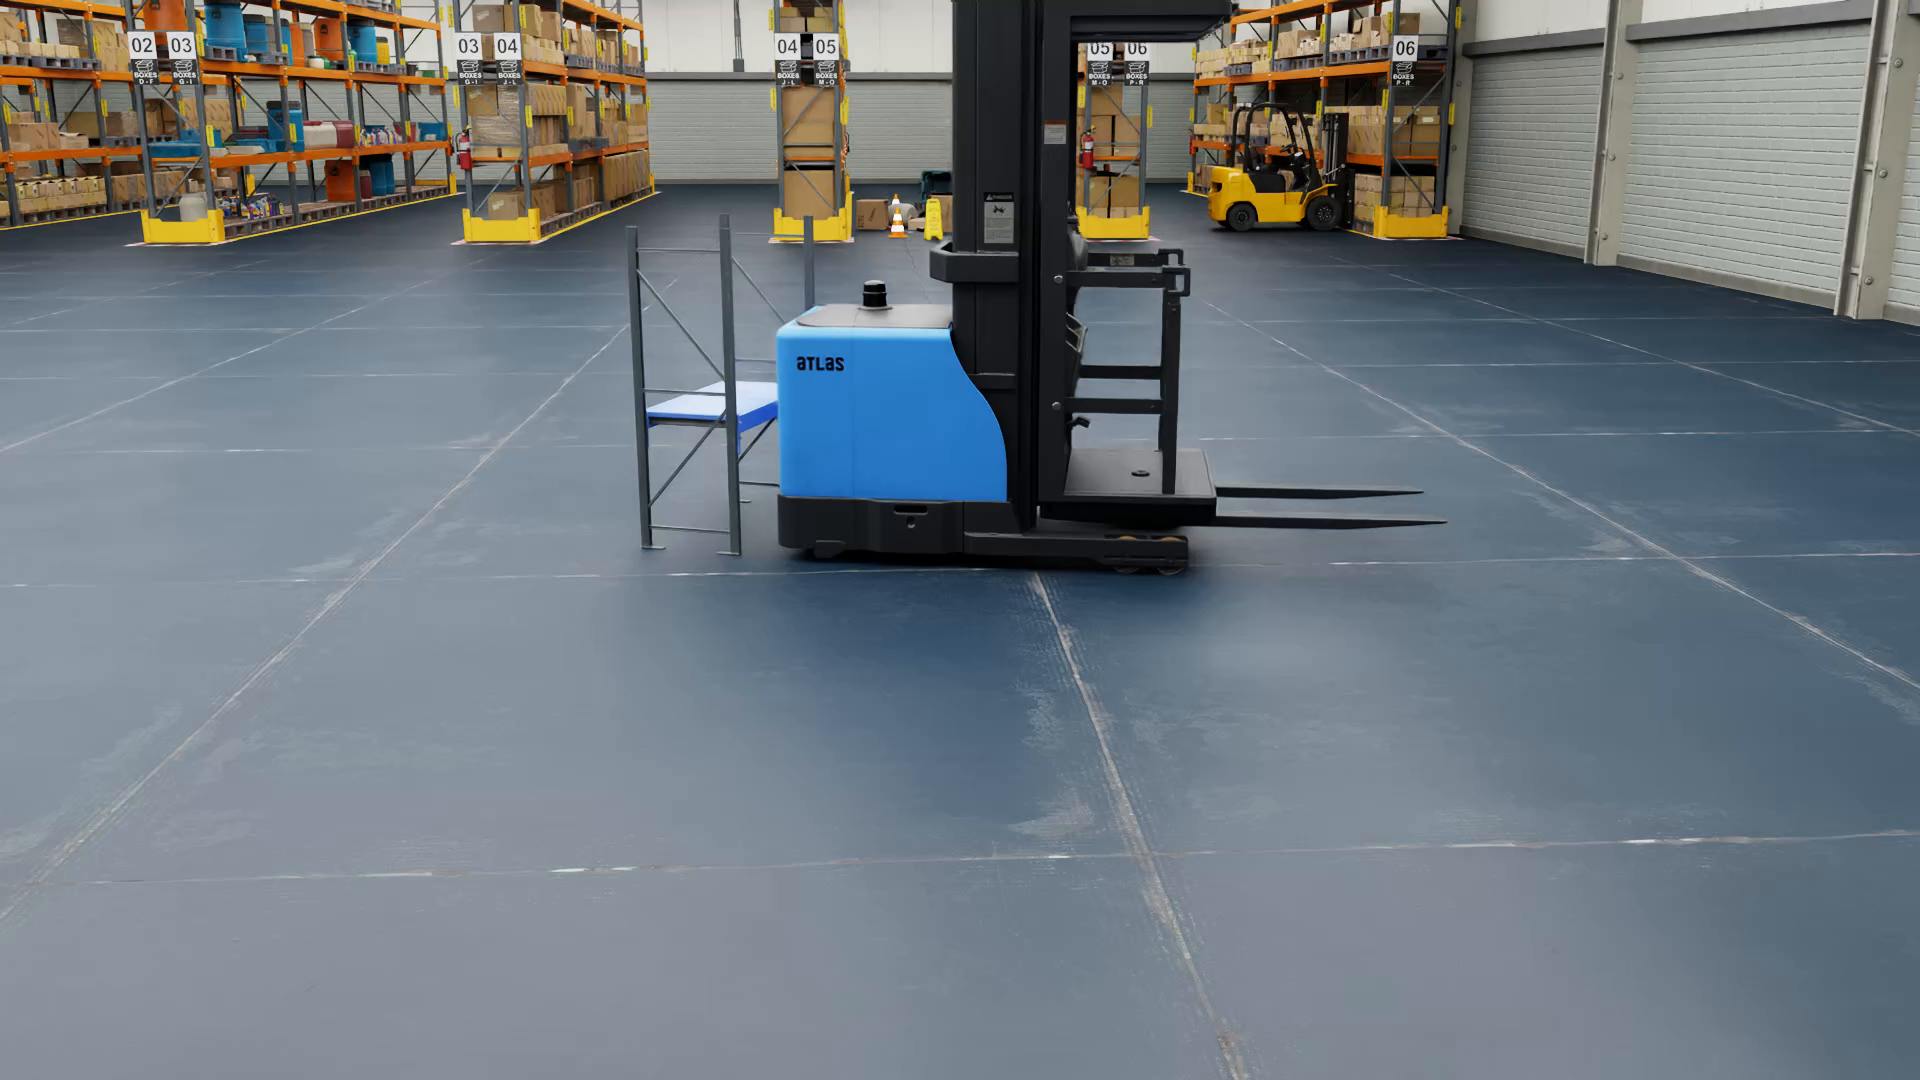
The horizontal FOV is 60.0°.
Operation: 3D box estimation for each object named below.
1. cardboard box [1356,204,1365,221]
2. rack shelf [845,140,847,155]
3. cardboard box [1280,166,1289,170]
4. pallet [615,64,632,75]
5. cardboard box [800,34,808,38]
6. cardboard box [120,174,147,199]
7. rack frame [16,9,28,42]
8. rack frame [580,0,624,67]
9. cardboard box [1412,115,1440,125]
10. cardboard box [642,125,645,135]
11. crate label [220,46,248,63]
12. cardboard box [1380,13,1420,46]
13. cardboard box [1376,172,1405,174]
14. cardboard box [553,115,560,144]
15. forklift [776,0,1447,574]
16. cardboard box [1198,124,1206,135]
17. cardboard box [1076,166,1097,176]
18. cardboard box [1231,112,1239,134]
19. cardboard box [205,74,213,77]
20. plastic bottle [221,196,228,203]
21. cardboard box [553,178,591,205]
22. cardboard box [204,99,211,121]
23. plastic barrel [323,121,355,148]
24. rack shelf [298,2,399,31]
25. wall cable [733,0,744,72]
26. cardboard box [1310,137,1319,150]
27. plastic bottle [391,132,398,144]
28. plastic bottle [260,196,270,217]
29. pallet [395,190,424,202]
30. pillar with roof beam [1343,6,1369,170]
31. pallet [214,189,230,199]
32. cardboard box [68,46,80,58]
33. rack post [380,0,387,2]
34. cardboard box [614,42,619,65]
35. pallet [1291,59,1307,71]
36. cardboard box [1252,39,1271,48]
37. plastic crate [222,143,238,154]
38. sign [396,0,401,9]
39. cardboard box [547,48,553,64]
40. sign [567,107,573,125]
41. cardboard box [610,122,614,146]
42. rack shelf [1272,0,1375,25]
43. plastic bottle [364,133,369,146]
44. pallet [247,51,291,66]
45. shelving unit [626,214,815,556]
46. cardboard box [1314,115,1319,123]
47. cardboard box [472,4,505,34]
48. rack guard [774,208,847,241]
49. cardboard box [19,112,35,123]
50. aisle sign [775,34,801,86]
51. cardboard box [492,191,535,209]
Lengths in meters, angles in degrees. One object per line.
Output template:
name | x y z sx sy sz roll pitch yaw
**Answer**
cardboard box | 7.109 -5.611 28.490 0.500 0.250 0.500 -1 14 -3
rack shelf | -3.280 -9.458 40.209 1.077 0.370 4.000 -1 14 -3
cardboard box | 7.173 -8.062 36.211 0.380 0.149 0.250 -1 14 -3
pallet | -8.153 -10.871 38.415 1.003 0.211 1.213 -1 14 -3
cardboard box | -2.783 -8.467 27.555 0.500 0.250 0.500 -1 14 -4
cardboard box | -17.560 -7.486 35.234 0.500 0.500 0.500 -1 14 -4
rack frame | -23.192 -12.928 40.214 1.000 3.000 0.127 -1 14 -3
rack frame | -8.113 -12.163 37.239 1.000 3.000 0.127 -1 14 -3
cardboard box | 7.713 -6.954 27.533 0.380 0.149 0.250 -1 14 -5
cardboard box | -8.035 -10.081 40.892 0.500 0.250 0.500 -1 14 -4
crate label | -12.099 -8.048 27.564 0.502 0.251 0.408 -1 14 -3
cardboard box | 7.205 -8.363 27.246 0.500 0.500 0.500 0 14 -2
cardboard box | 7.555 -6.358 29.387 0.500 0.250 0.500 -1 14 -5
cardboard box | -7.651 -7.347 29.765 0.875 0.500 0.500 -1 14 -3
forklift | 0.710 -1.405 7.605 3.031 2.935 1.130 1 14 5
cardboard box | 6.275 -10.312 41.788 0.500 0.250 0.500 -1 14 -3
cardboard box | 2.122 -6.261 28.207 0.380 0.149 0.250 0 14 -2
cardboard box | 6.571 -9.487 37.836 0.700 0.500 0.500 -1 14 -3
cardboard box | -17.875 -10.983 38.975 0.500 0.250 0.500 -1 14 -3
plastic bottle | -12.913 -5.867 29.244 0.144 0.351 0.185 -1 15 -6
cardboard box | -7.757 -6.961 33.195 0.700 0.500 0.500 -2 15 -8
cardboard box | -17.813 -10.016 38.727 0.500 0.500 0.500 -1 14 -5
plastic barrel | -12.478 -8.141 33.376 0.600 0.536 0.708 -1 14 -3
rack shelf | -12.933 -11.047 35.148 1.077 0.370 4.000 -1 14 -3
wall cable | -5.271 -16.175 46.377 2.277 5.999 0.120 -1 14 -3
cardboard box | 6.935 -7.547 31.640 0.500 0.250 0.500 -1 14 -2
plastic bottle | -12.710 -9.028 37.343 0.152 0.276 0.135 -1 14 -3
plastic bottle | -12.201 -5.838 29.129 0.144 0.351 0.185 -1 14 -4
pallet | -13.141 -8.013 38.745 1.003 0.211 1.213 -1 14 -3
pillar with roof beam | 3.663 -11.022 32.804 9.100 9.000 0.400 -1 14 -3
pallet | -18.121 -8.230 39.589 1.003 0.211 1.213 -1 14 -3
cardboard box | -17.669 -9.582 32.687 0.500 0.250 0.500 -2 15 -8
rack post | -13.036 -11.840 36.135 0.937 0.300 0.954 -1 14 -4
cardboard box | -8.222 -11.204 38.288 0.700 0.500 0.500 -2 15 -7
pallet | 7.183 -9.409 32.934 1.003 0.211 1.213 0 14 -1
cardboard box | 6.869 -11.275 37.841 0.396 0.266 0.258 -1 14 -3
plastic crate | -12.759 -6.747 28.654 0.450 0.188 0.662 -1 14 -3
sign | -12.507 -11.993 36.999 0.100 0.325 0.005 -1 14 -3
cardboard box | -7.270 -8.282 28.476 0.500 0.250 0.500 -1 14 -4
sign | -7.076 -7.697 30.186 0.100 0.325 0.005 -1 14 -3
cardboard box | -7.693 -8.692 35.587 0.500 0.500 0.500 -1 14 -4
rack shelf | 7.103 -10.359 32.475 1.077 0.370 4.000 -1 14 -3
plastic bottle | -12.519 -8.449 35.078 0.061 0.283 0.133 -1 14 -3
pallet | -12.419 -8.375 28.915 1.213 0.211 1.003 -1 14 -3
shelving unit | -1.122 -0.795 8.104 0.538 1.500 1.048 4 15 16
cardboard box | 6.951 -8.006 31.622 0.380 0.149 0.250 -1 14 -4
cardboard box | -7.718 -8.542 27.385 0.500 0.500 0.500 -1 14 -3
rack guard | -2.411 -5.108 26.875 1.175 0.500 0.348 -1 14 -3
cardboard box | -23.151 -10.041 40.431 0.980 0.700 0.700 0 14 -1
aisle sign | -2.708 -7.561 26.177 0.394 0.787 0.004 -1 14 -3
cardboard box | -7.463 -5.570 27.827 0.500 0.500 0.500 3 15 11
